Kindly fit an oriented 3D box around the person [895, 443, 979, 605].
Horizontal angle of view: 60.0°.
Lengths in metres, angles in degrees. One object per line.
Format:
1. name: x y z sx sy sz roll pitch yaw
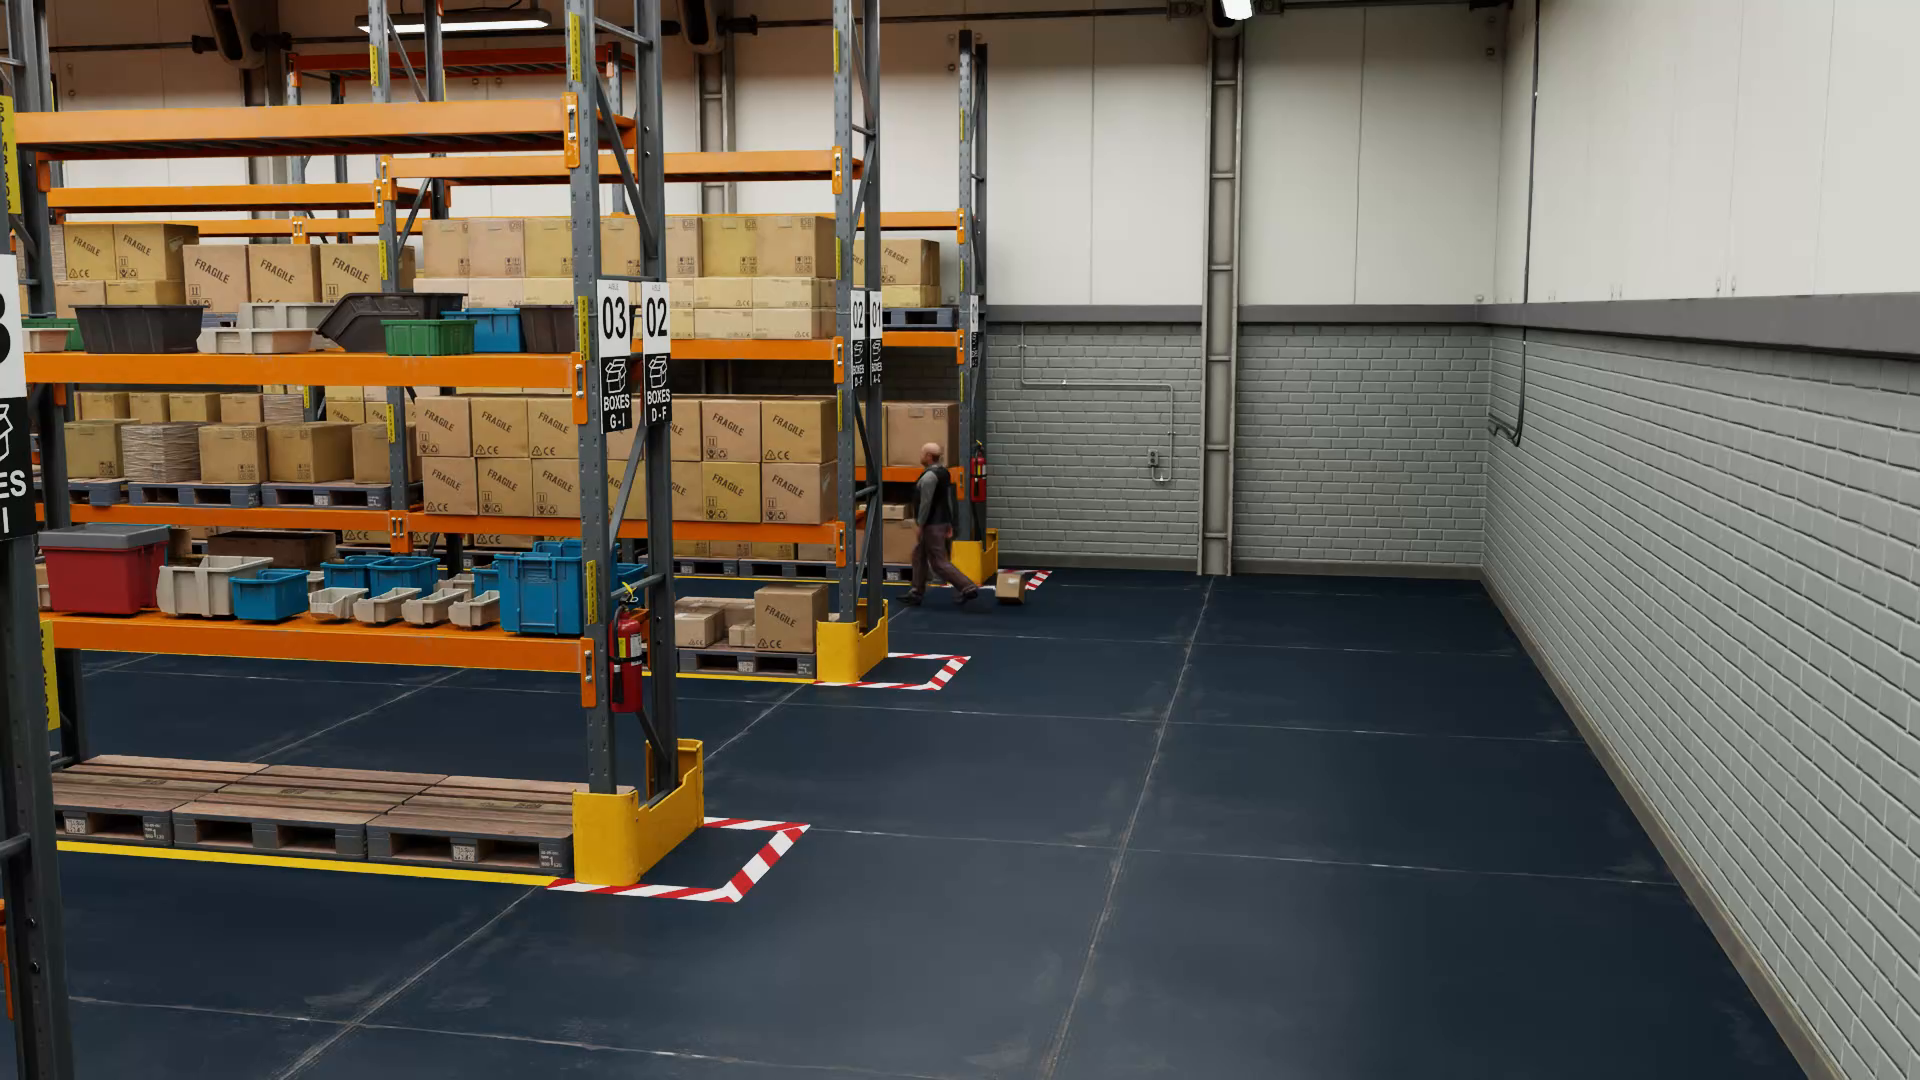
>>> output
1. person: -0.247 -0.143 16.946 0.968 1.693 0.537 2 8 16
